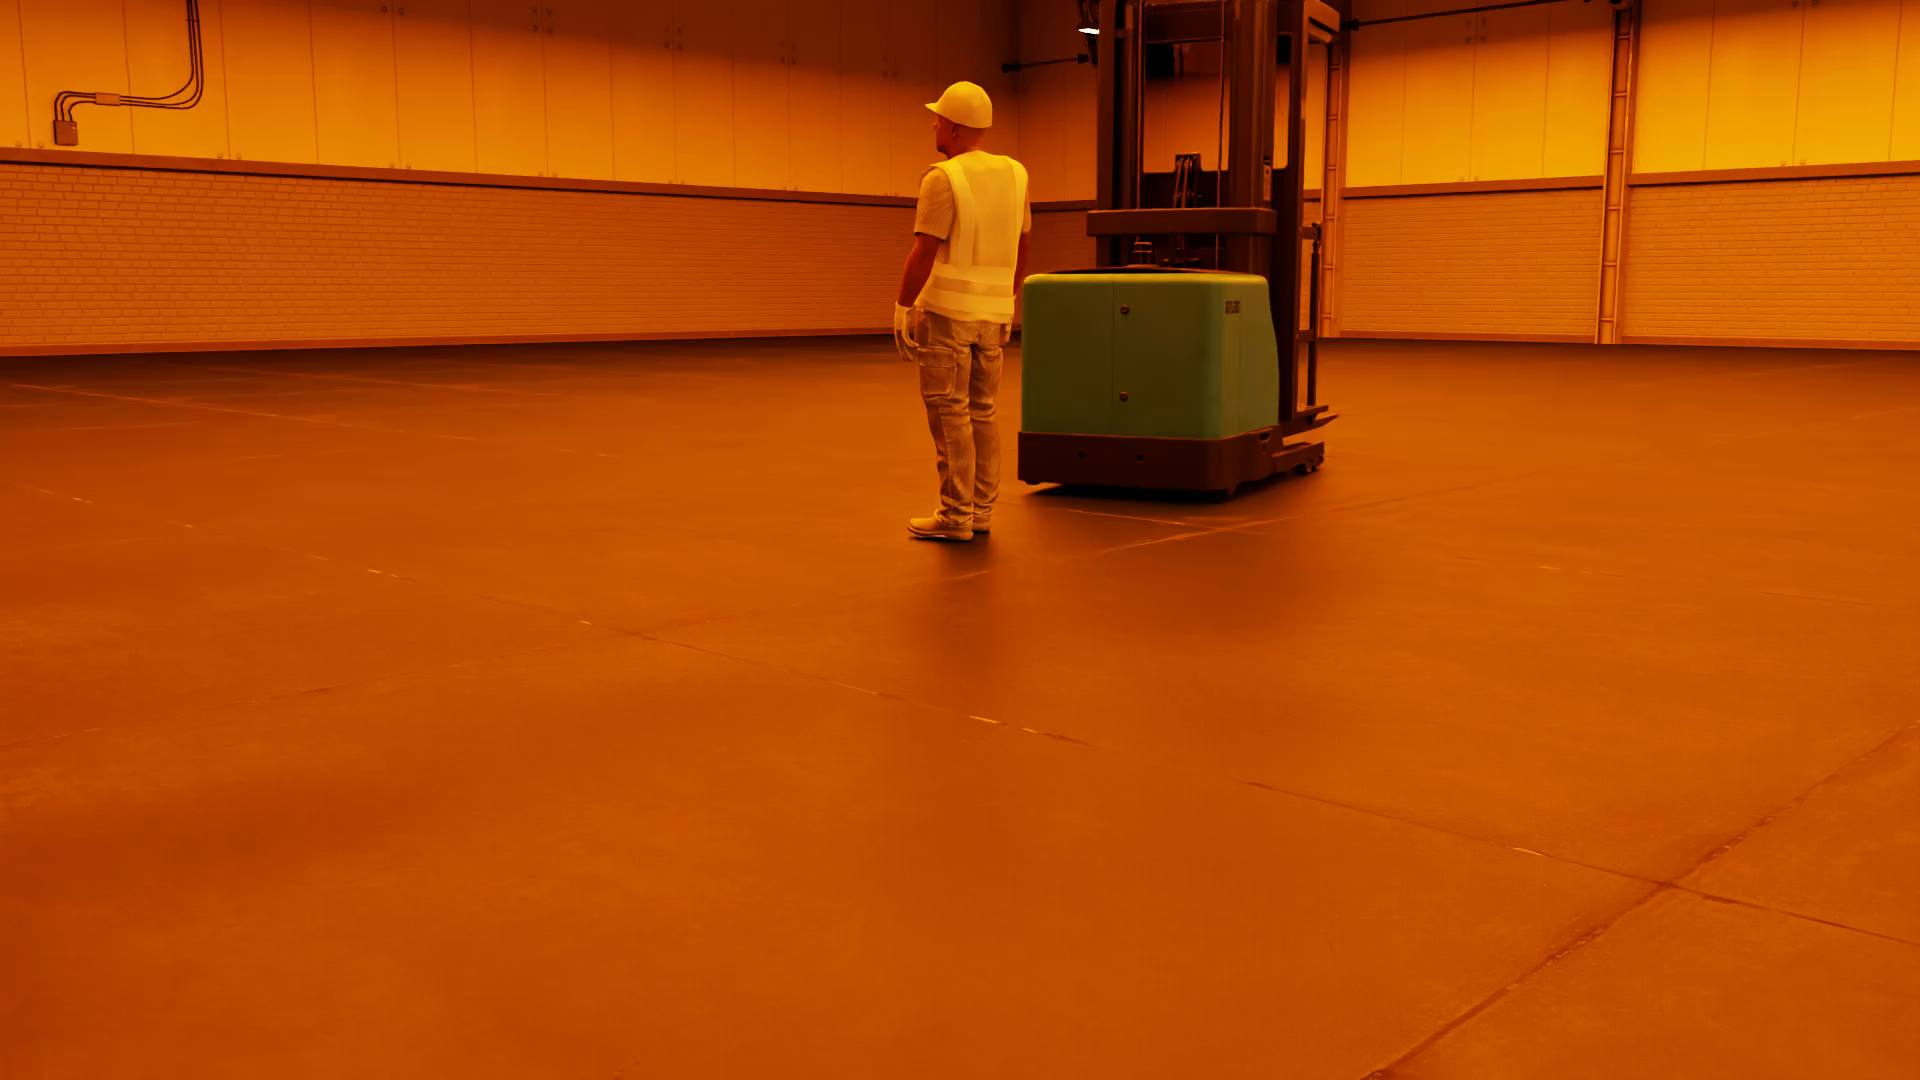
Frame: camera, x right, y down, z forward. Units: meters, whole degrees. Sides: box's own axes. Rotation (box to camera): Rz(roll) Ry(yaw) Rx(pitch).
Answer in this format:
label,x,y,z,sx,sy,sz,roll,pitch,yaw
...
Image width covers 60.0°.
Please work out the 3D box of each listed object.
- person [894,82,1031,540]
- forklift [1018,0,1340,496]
label,x,y,z,sx,sy,sz,roll,pitch,yaw
person,-0.047,-0.897,6.639,0.575,1.784,0.656,8,12,43
forklift,1.395,-1.837,9.077,1.130,2.935,3.031,4,10,26
